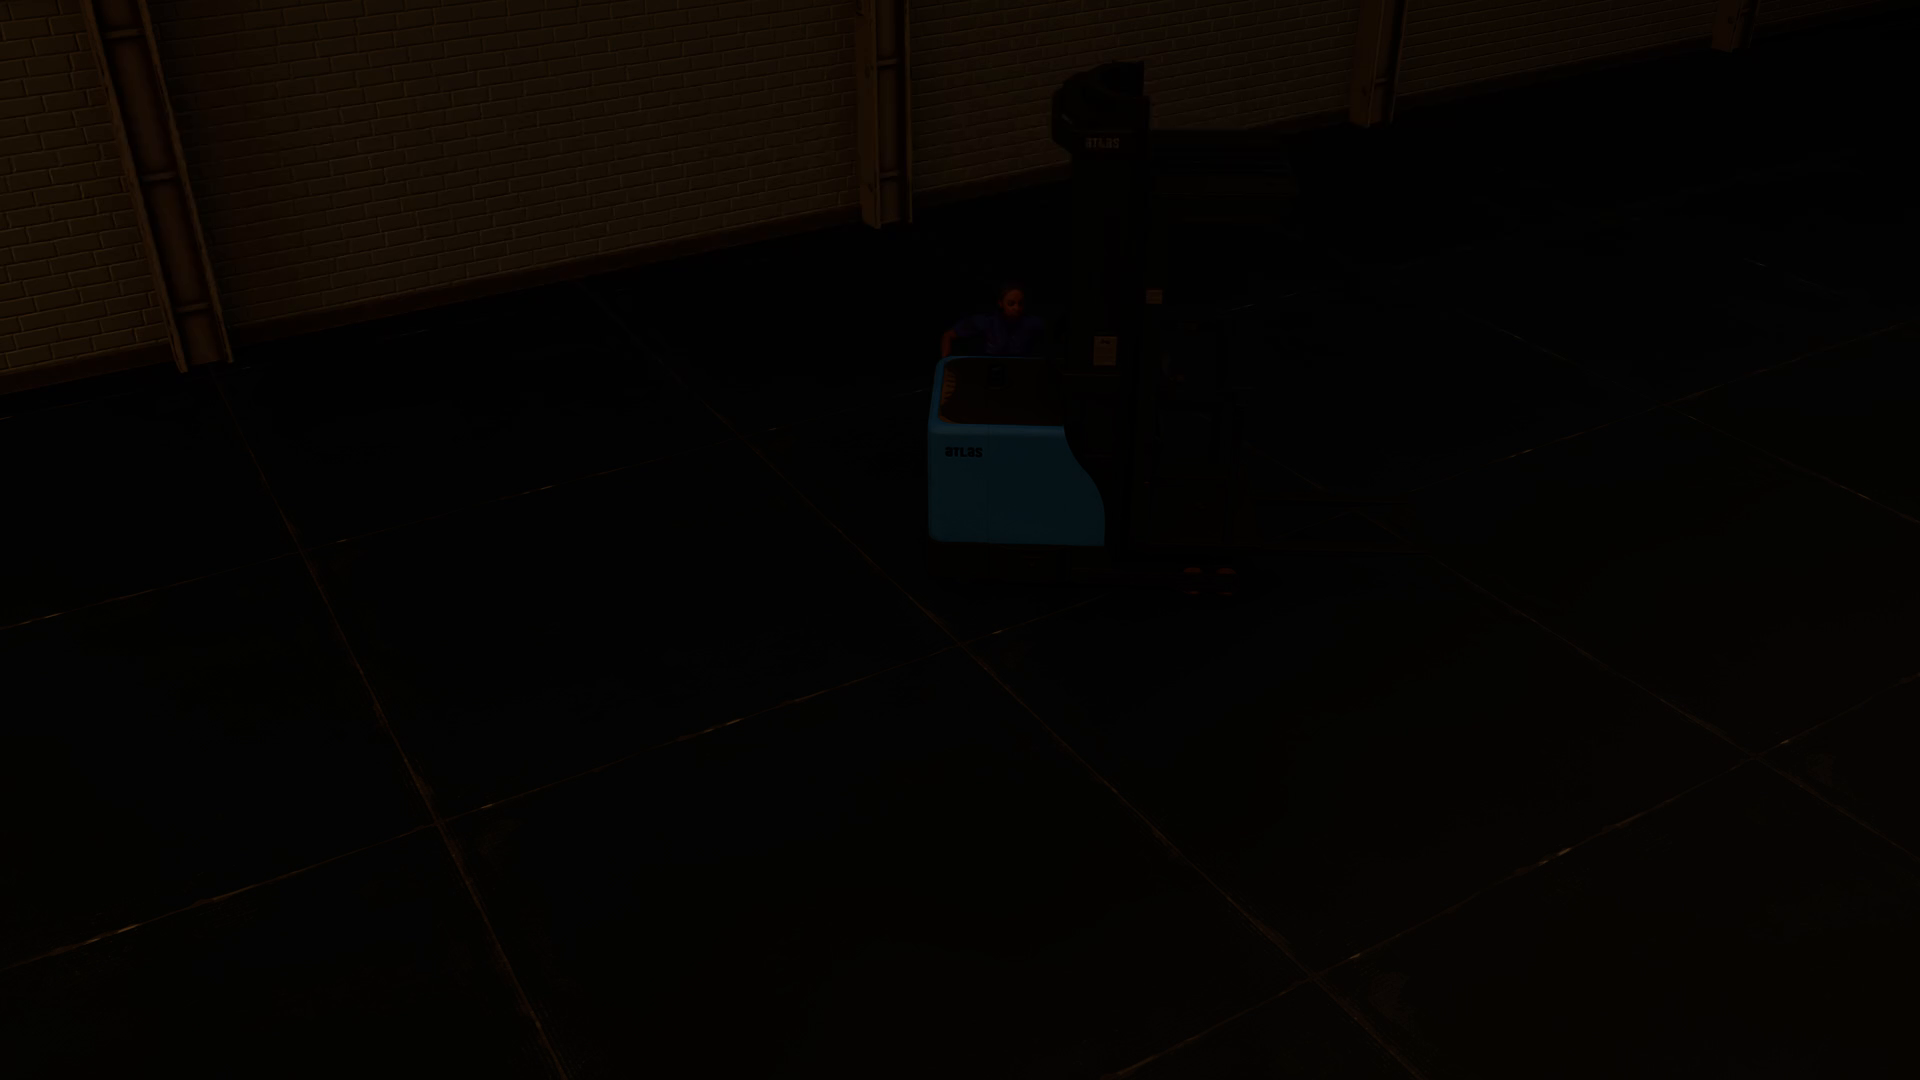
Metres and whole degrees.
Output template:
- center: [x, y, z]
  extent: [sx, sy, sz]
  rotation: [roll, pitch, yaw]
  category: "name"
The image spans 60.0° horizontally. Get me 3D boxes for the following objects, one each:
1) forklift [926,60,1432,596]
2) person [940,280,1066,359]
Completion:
- center: [1.331, -1.204, 9.658]
  extent: [3.031, 2.935, 1.130]
  rotation: [1, 31, 2]
  category: "forklift"
- center: [0.331, -0.878, 10.574]
  extent: [0.964, 1.418, 0.801]
  rotation: [-13, 33, -20]
  category: "person"
